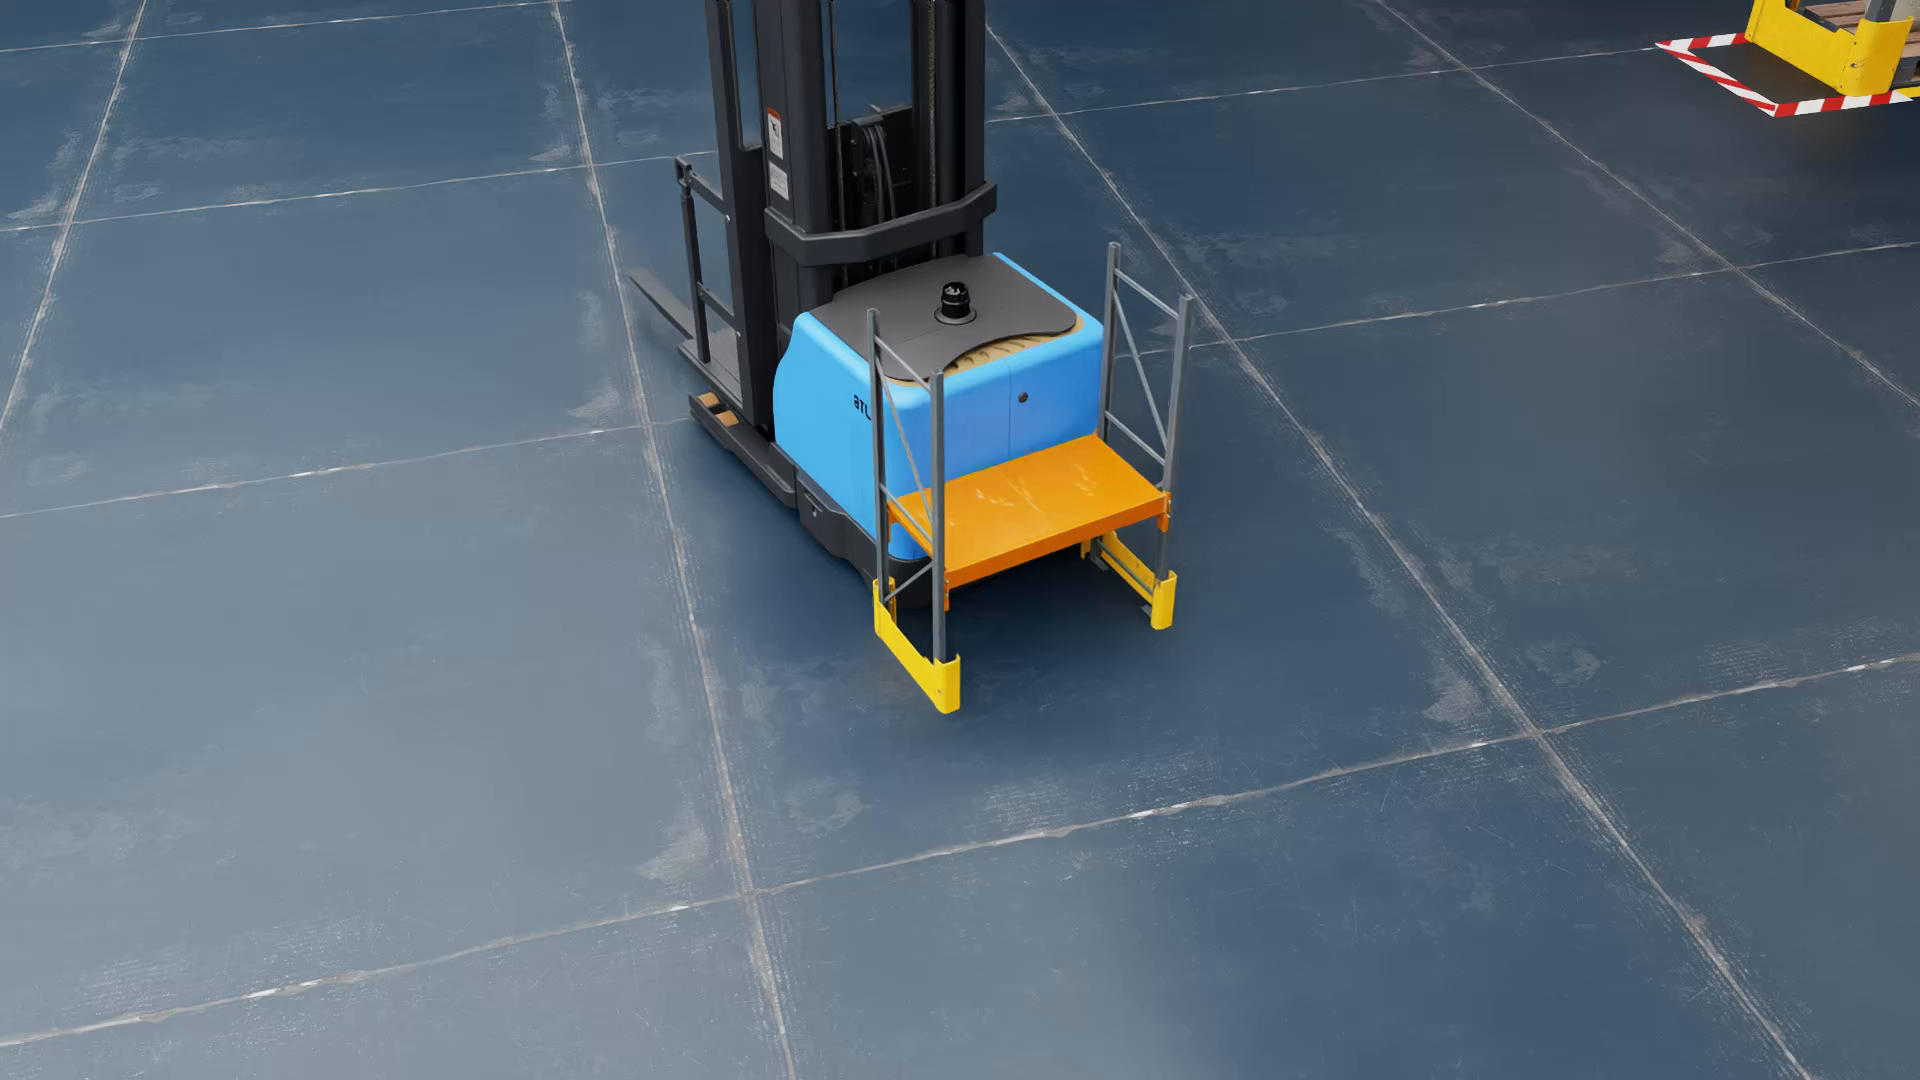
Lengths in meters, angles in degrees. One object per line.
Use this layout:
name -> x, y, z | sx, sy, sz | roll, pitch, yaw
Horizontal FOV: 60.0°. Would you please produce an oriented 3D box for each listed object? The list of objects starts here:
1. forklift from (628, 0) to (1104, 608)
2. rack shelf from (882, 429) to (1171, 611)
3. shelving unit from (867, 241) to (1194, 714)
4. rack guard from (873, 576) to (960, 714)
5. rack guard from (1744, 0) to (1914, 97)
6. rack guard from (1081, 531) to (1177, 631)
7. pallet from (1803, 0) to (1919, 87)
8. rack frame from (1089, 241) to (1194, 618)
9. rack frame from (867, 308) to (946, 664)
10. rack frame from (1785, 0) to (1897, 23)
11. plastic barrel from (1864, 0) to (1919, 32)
forklift -> -0.631, -1.746, 7.120 | 1.130, 2.935, 3.031 | -22, 42, -26
rack shelf -> 0.252, -0.095, 6.436 | 1.000, 0.185, 0.538 | -19, 41, -23
shelving unit -> 0.260, -0.240, 6.330 | 1.083, 1.500, 0.587 | -19, 41, -23
rack guard -> -0.173, 0.406, 6.514 | 0.087, 0.250, 0.587 | -19, 41, -23
rack guard -> 5.954, -3.523, 11.445 | 0.348, 0.500, 1.175 | -9, 38, -12
rack guard -> 0.693, 0.106, 6.905 | 0.087, 0.250, 0.587 | -19, 41, -23
pallet -> 6.740, -3.534, 11.697 | 1.213, 0.211, 1.003 | -9, 38, -12
rack frame -> 0.694, -0.391, 6.526 | 0.032, 1.500, 0.500 | -19, 41, -23
rack frame -> -0.190, -0.085, 6.126 | 0.032, 1.500, 0.500 | -19, 41, -23
rack frame -> 5.893, -4.477, 10.633 | 0.127, 3.000, 1.000 | -9, 38, -12
plastic barrel -> 6.508, -3.804, 11.457 | 0.421, 0.512, 0.421 | 0, 37, 0
